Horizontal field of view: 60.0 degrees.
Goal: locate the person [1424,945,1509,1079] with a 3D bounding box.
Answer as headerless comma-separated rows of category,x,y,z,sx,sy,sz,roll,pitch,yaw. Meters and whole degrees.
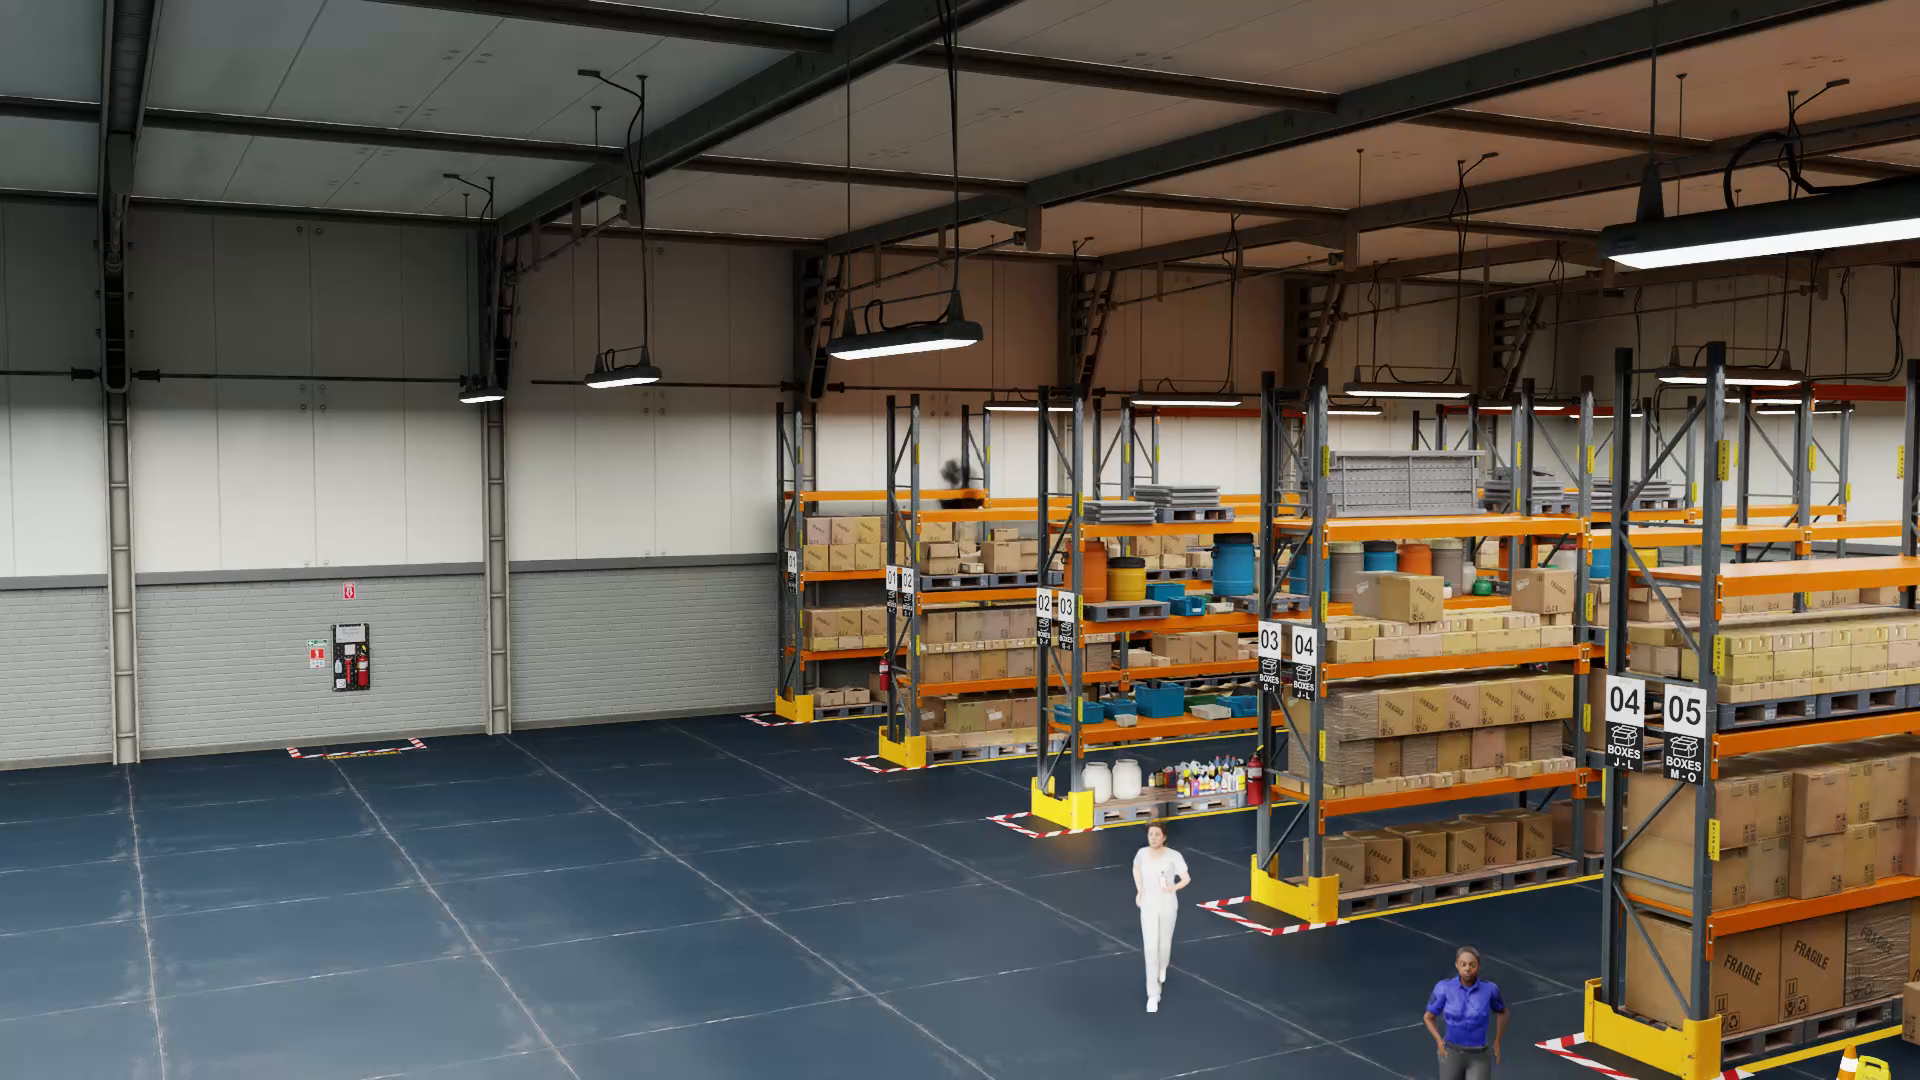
person,3.583,3.681,11.782,0.582,1.642,0.887,1,3,16

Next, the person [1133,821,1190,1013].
person,1.870,3.450,15.513,0.557,1.682,0.894,1,3,13
